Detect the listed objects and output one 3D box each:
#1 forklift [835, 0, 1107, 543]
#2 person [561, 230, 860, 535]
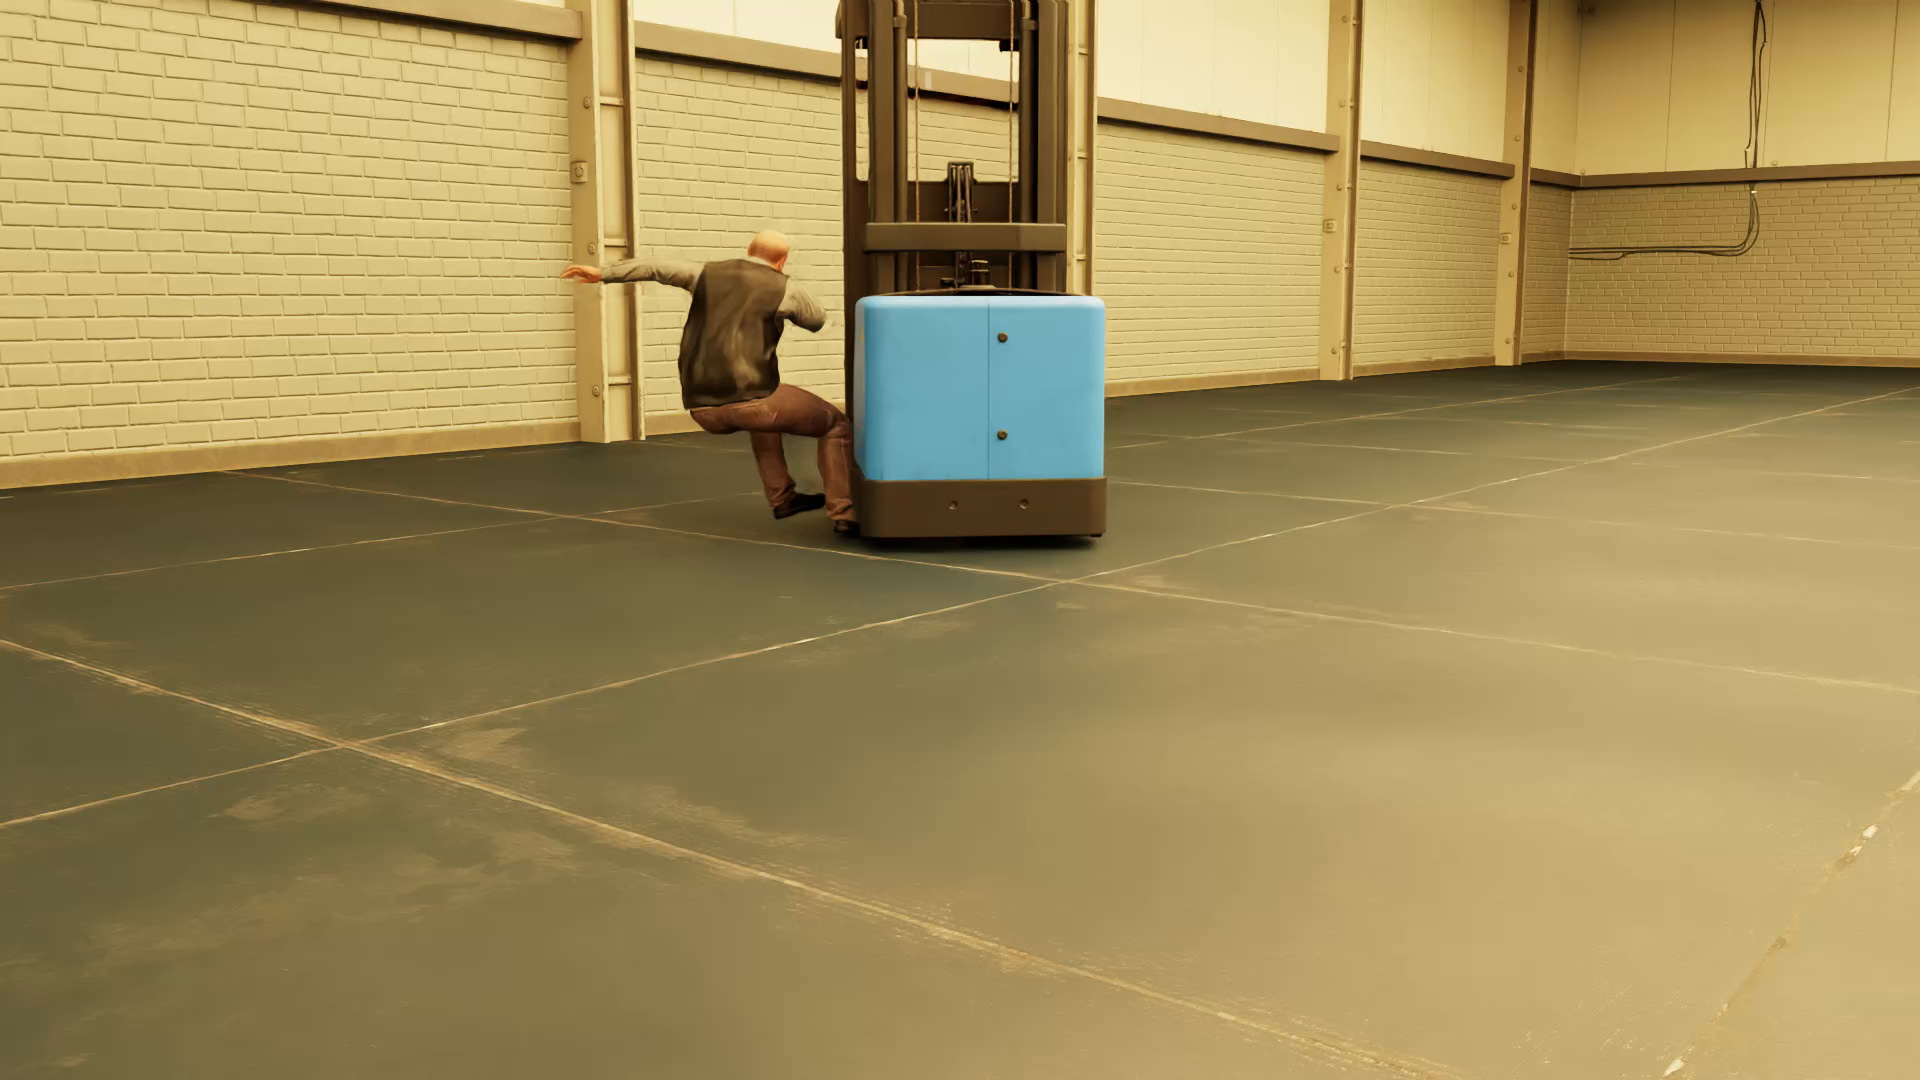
[{"bbox_3d":[-0.052,-1.613,8.304,1.130,2.935,3.031,-1,8,-6],"label":"forklift"},{"bbox_3d":[-1.047,-0.694,7.480,1.376,1.383,0.733,3,9,20],"label":"person"}]
